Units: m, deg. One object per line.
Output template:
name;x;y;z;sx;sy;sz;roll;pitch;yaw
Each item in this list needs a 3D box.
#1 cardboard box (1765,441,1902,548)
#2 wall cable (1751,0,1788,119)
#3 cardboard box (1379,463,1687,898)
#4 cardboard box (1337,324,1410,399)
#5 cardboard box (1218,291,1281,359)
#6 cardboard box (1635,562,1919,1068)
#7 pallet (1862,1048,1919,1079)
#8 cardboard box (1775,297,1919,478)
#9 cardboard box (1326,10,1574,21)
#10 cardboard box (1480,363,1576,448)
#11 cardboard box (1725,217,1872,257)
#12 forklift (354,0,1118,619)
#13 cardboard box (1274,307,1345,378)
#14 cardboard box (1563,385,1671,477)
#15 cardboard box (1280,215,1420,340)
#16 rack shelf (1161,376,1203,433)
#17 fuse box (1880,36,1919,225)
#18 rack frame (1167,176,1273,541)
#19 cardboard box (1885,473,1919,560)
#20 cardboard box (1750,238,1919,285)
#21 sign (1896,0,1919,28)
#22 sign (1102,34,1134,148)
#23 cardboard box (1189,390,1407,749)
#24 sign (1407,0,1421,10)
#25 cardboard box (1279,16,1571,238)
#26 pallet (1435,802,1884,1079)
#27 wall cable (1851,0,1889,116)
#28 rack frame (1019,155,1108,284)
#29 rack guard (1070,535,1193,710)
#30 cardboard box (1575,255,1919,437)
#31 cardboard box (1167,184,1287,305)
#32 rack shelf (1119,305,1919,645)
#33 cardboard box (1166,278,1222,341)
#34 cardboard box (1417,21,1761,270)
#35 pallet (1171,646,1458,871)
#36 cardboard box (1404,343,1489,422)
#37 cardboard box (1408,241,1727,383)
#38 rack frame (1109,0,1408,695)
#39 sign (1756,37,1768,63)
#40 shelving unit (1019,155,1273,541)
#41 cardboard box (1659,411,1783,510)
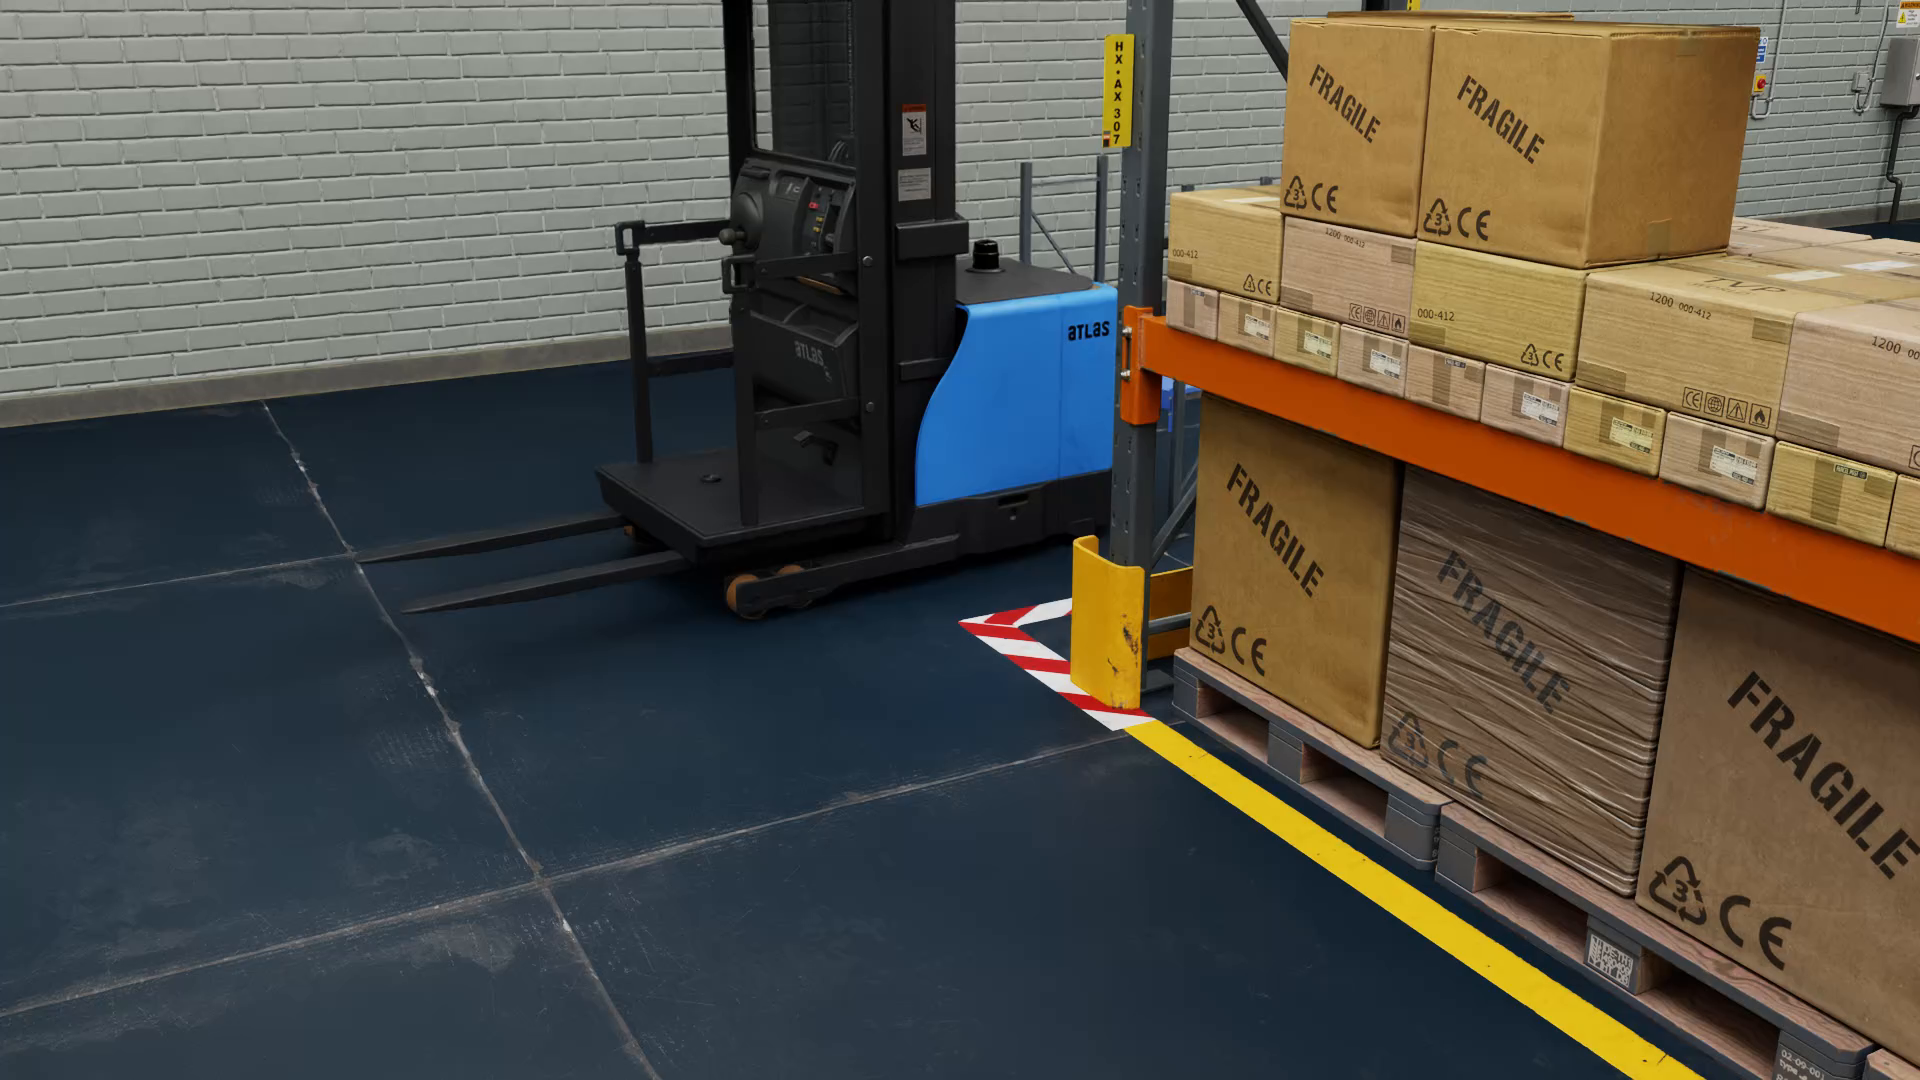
cardboard box;1.820;-0.119;3.261;0.380;0.149;0.250;-10;22;-28
wall cable;6.987;-4.625;14.331;0.585;1.953;0.123;-10;21;-27
cardboard box;1.771;0.259;4.397;0.875;0.875;0.875;-10;21;-27
cardboard box;1.212;-0.487;4.328;0.380;0.149;0.250;-10;22;-27
cardboard box;0.965;-0.635;4.757;0.380;0.149;0.250;-10;22;-27
cardboard box;2.193;0.514;3.657;0.875;0.875;0.875;-10;21;-27
pallet;2.571;1.256;3.167;1.003;0.211;1.213;-10;21;-27
cardboard box;1.932;-0.282;3.124;0.500;0.250;0.500;-10;21;-26
cardboard box;1.427;-1.305;4.939;0.500;0.500;0.500;-10;21;-26
cardboard box;1.455;-0.339;3.902;0.380;0.149;0.250;-10;22;-27
cardboard box;1.910;-0.660;4.219;0.500;0.250;0.500;-11;22;-28
forklift;-0.828;-1.283;6.357;3.031;2.935;1.130;-12;22;-31
cardboard box;1.087;-0.561;4.544;0.380;0.149;0.250;-11;22;-28
cardboard box;1.574;-0.267;3.691;0.380;0.149;0.250;-11;22;-28
cardboard box;1.207;-0.722;4.399;0.500;0.250;0.500;-10;22;-27
rack shelf;0.785;-0.718;7.463;0.538;0.185;1.000;-14;23;-35
fuse box;8.905;-3.804;15.533;0.539;1.711;0.414;-10;21;-27
rack frame;1.093;-0.756;7.022;0.500;1.500;0.032;-14;23;-35
cardboard box;1.941;-0.045;3.048;0.380;0.149;0.250;-10;21;-26
cardboard box;2.161;-0.511;3.787;0.500;0.250;0.500;-10;21;-27
sign;8.758;-4.855;15.336;0.339;0.242;0.001;-10;21;-27
sign;0.473;-1.342;4.974;0.100;0.325;0.005;-10;21;-27
cardboard box;1.338;-0.003;5.154;0.875;0.875;0.875;-10;21;-27
sign;1.448;-1.719;5.377;0.100;0.325;0.005;-10;21;-27
cardboard box;1.192;-1.081;4.290;0.500;0.500;0.500;-11;22;-28
pallet;1.988;0.906;4.184;1.003;0.211;1.213;-10;21;-27
wall cable;8.230;-4.833;14.982;0.588;1.984;0.122;-10;21;-27
rack frame;0.477;-1.020;7.787;0.500;1.500;0.032;-14;23;-35
rack guard;0.953;0.195;5.800;1.175;0.500;0.348;-10;21;-27
cardboard box;1.695;-0.428;3.547;0.500;0.250;0.500;-10;22;-28
cardboard box;0.954;-0.870;4.828;0.500;0.250;0.500;-11;22;-28
rack shelf;1.914;-0.066;3.826;1.077;0.370;4.000;-10;21;-27
cardboard box;0.842;-0.708;4.970;0.380;0.149;0.250;-10;21;-26
cardboard box;1.443;-0.933;3.861;0.500;0.500;0.500;-11;22;-28
pallet;1.413;0.556;5.197;1.003;0.211;1.213;-10;21;-27
cardboard box;1.332;-0.413;4.116;0.380;0.149;0.250;-10;22;-28
cardboard box;1.442;-0.577;3.979;0.500;0.250;0.500;-11;22;-28
rack frame;0.964;-0.980;5.373;1.000;3.000;0.127;-10;21;-27
sign;6.916;-4.268;14.487;0.327;0.218;0.001;-10;21;-27
shelving unit;0.785;-0.888;7.405;0.538;1.500;1.048;-14;23;-35
cardboard box;1.700;-0.192;3.474;0.380;0.149;0.250;-10;21;-26
